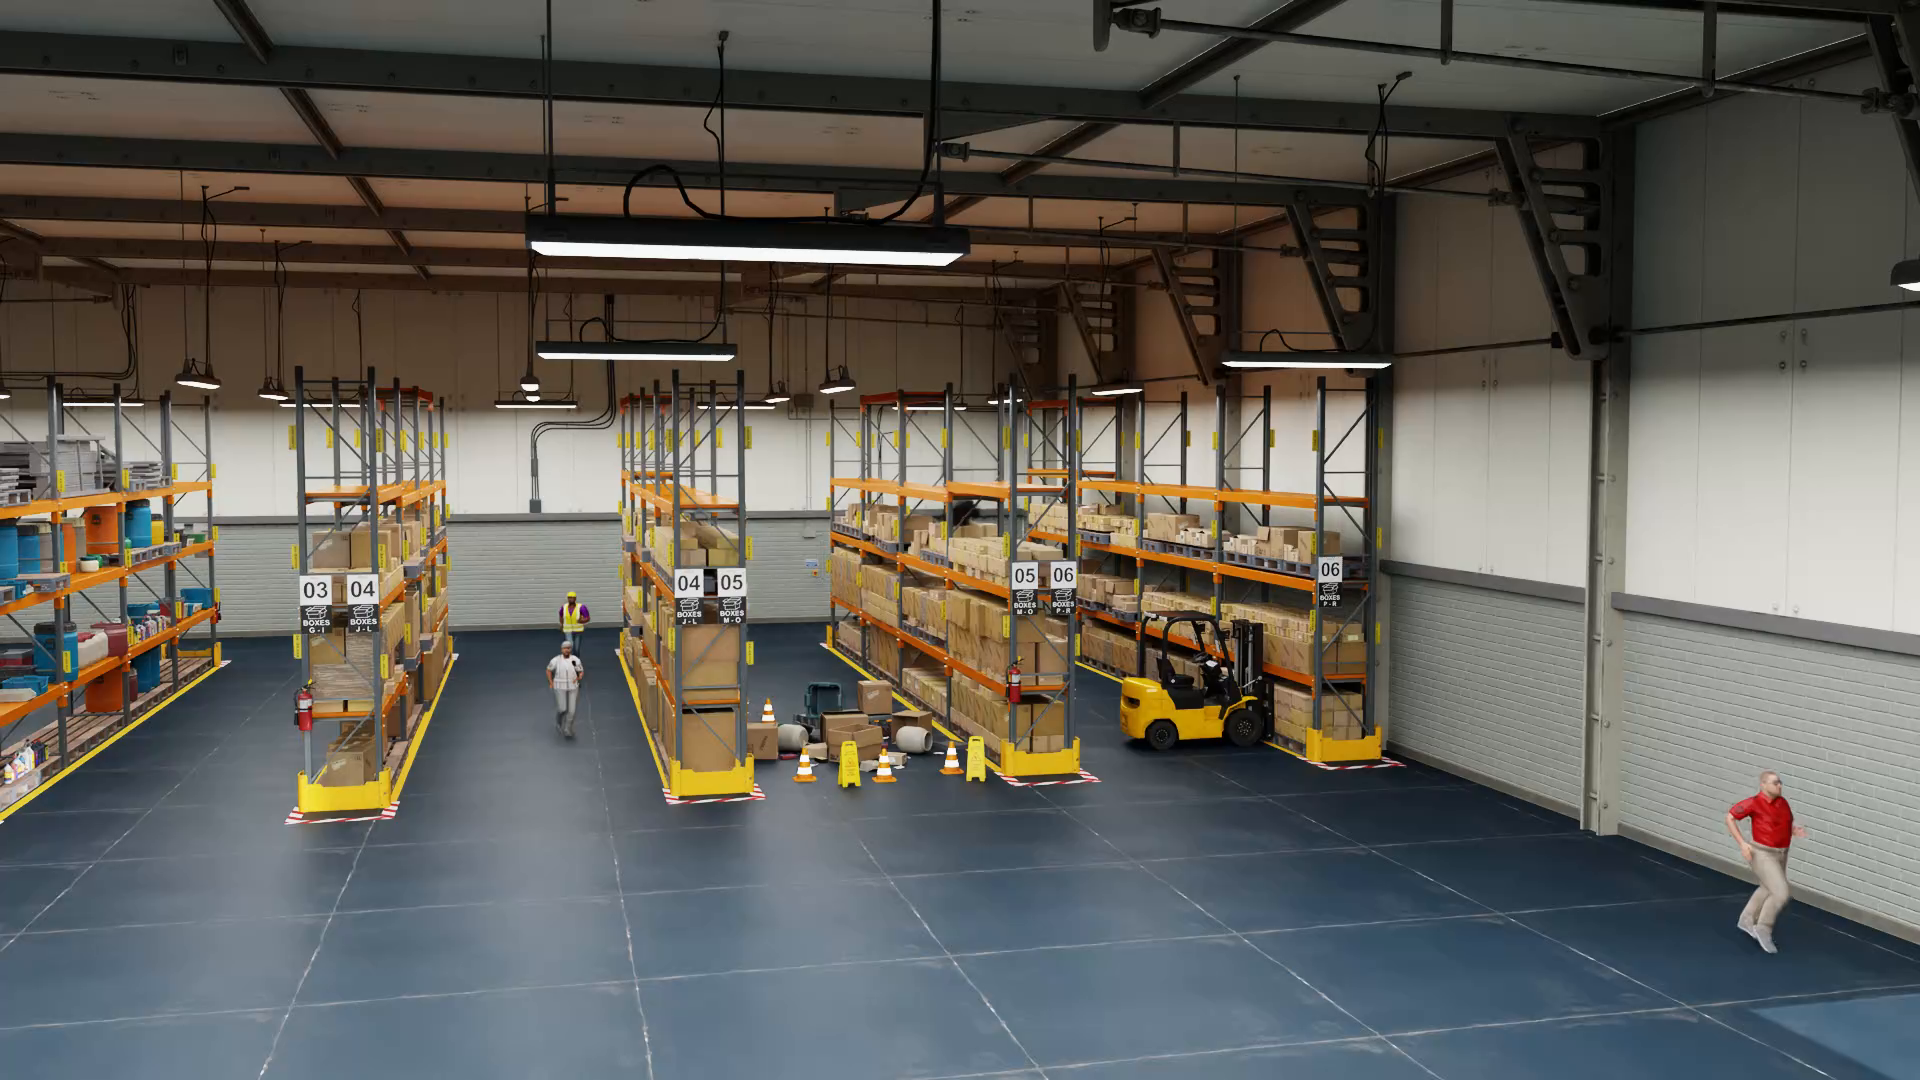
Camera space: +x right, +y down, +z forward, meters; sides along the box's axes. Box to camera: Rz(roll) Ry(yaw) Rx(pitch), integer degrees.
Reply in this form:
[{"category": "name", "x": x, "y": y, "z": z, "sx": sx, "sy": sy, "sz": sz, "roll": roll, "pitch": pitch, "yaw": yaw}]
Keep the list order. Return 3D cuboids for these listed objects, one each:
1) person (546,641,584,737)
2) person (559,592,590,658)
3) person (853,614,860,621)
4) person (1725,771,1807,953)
[{"category": "person", "x": -6.619, "y": 2.517, "z": 27.988, "sx": 0.606, "sy": 1.620, "sz": 0.556, "roll": -1, "pitch": 4, "yaw": -22}, {"category": "person", "x": -8.269, "y": 1.988, "z": 35.663, "sx": 0.681, "sy": 1.782, "sz": 0.916, "roll": 0, "pitch": 3, "yaw": -8}, {"category": "person", "x": -2.505, "y": 1.720, "z": 41.684, "sx": 0.802, "sy": 1.570, "sz": 0.547, "roll": 1, "pitch": 4, "yaw": 21}, {"category": "person", "x": 7.997, "y": 3.179, "z": 16.421, "sx": 0.633, "sy": 1.768, "sz": 0.743, "roll": -2, "pitch": 4, "yaw": -31}]
